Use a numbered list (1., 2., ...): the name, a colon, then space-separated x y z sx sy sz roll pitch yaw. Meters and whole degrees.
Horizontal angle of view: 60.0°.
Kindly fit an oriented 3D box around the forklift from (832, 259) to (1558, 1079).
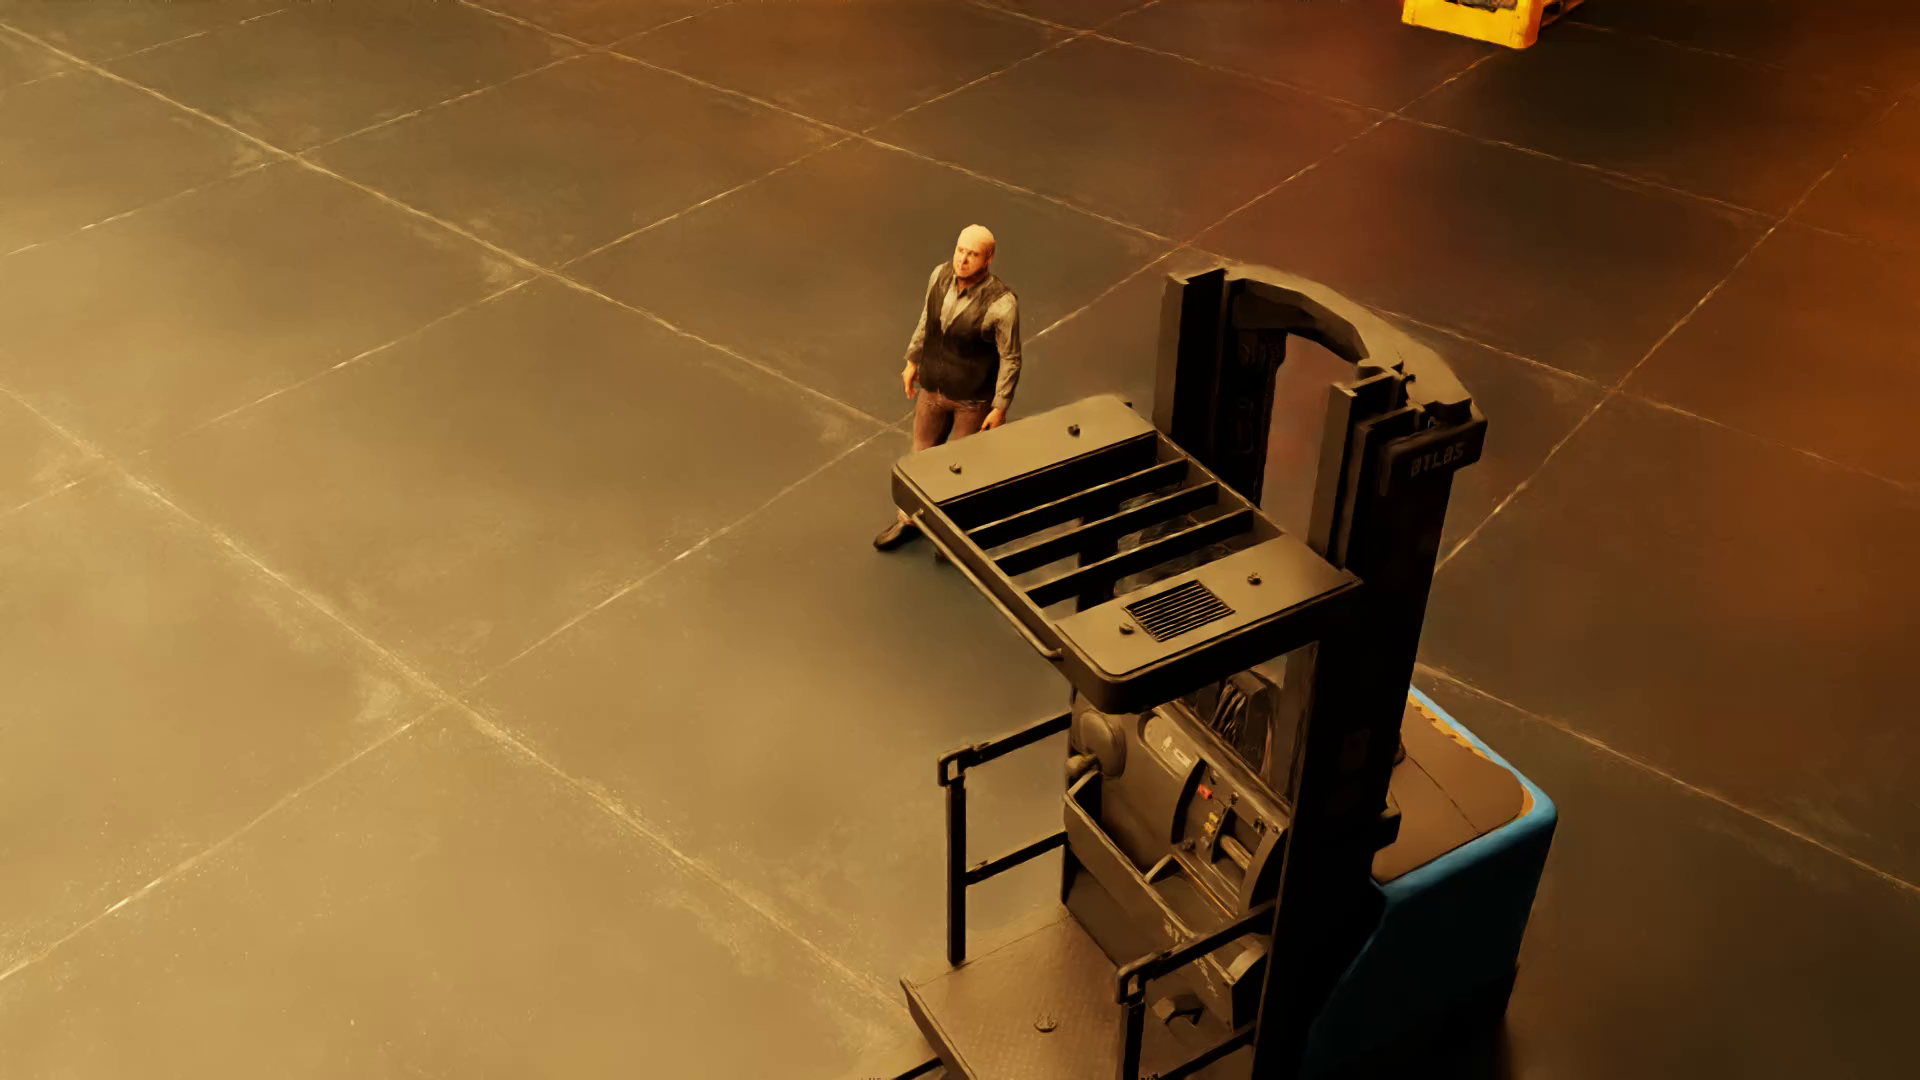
1. forklift: 0.466 0.753 4.978 3.031 2.935 1.130 -19 40 -24

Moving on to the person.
1. person: -0.046 -0.677 7.964 0.632 1.720 0.567 26 43 31
